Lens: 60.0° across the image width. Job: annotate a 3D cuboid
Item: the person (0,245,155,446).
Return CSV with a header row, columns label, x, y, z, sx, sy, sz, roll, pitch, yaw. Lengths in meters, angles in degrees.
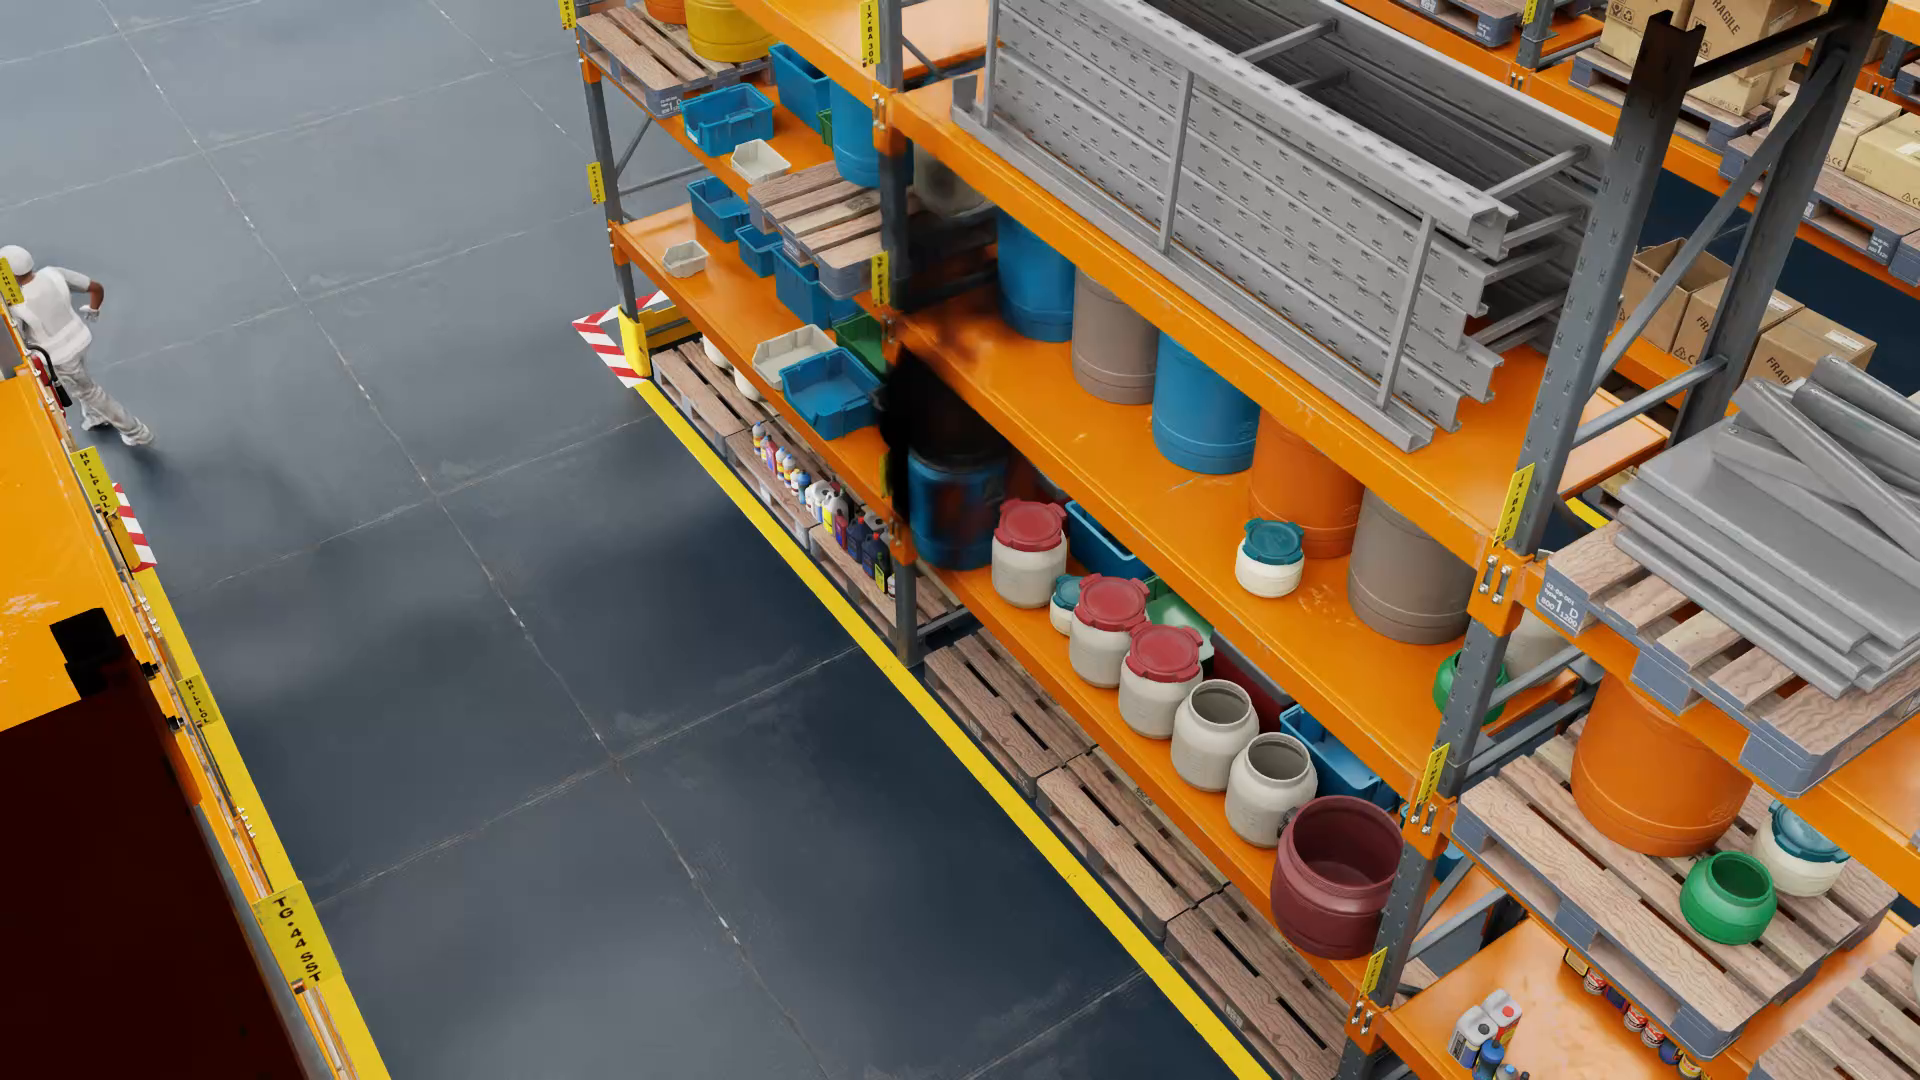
label,x,y,z,sx,sy,sz,roll,pitch,yaw
person,-6.405,-1.329,11.924,0.824,1.839,0.692,14,44,14
